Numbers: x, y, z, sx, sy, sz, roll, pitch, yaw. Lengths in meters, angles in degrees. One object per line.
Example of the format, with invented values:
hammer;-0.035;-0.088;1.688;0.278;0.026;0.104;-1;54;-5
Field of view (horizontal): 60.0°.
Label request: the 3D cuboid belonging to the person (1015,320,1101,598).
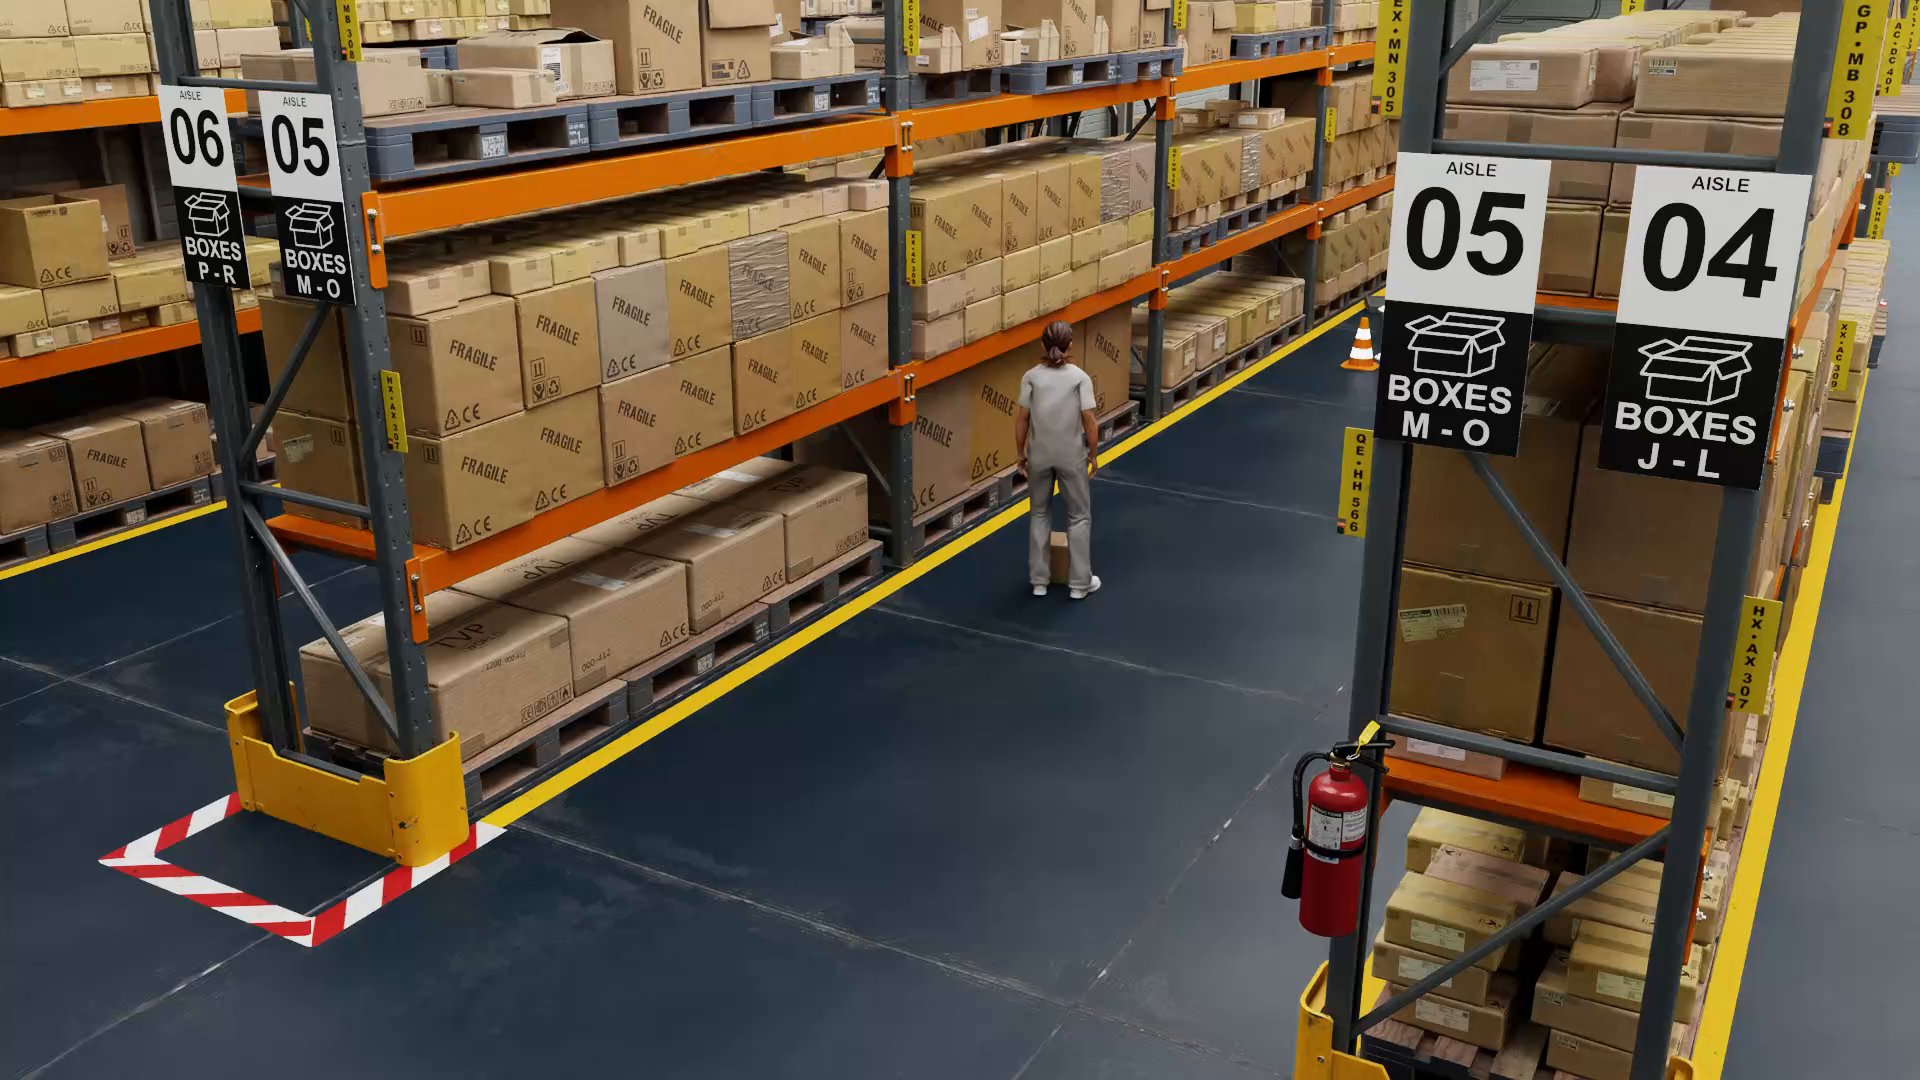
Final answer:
person;0.588;-0.476;9.917;0.516;1.672;0.357;4;20;12
